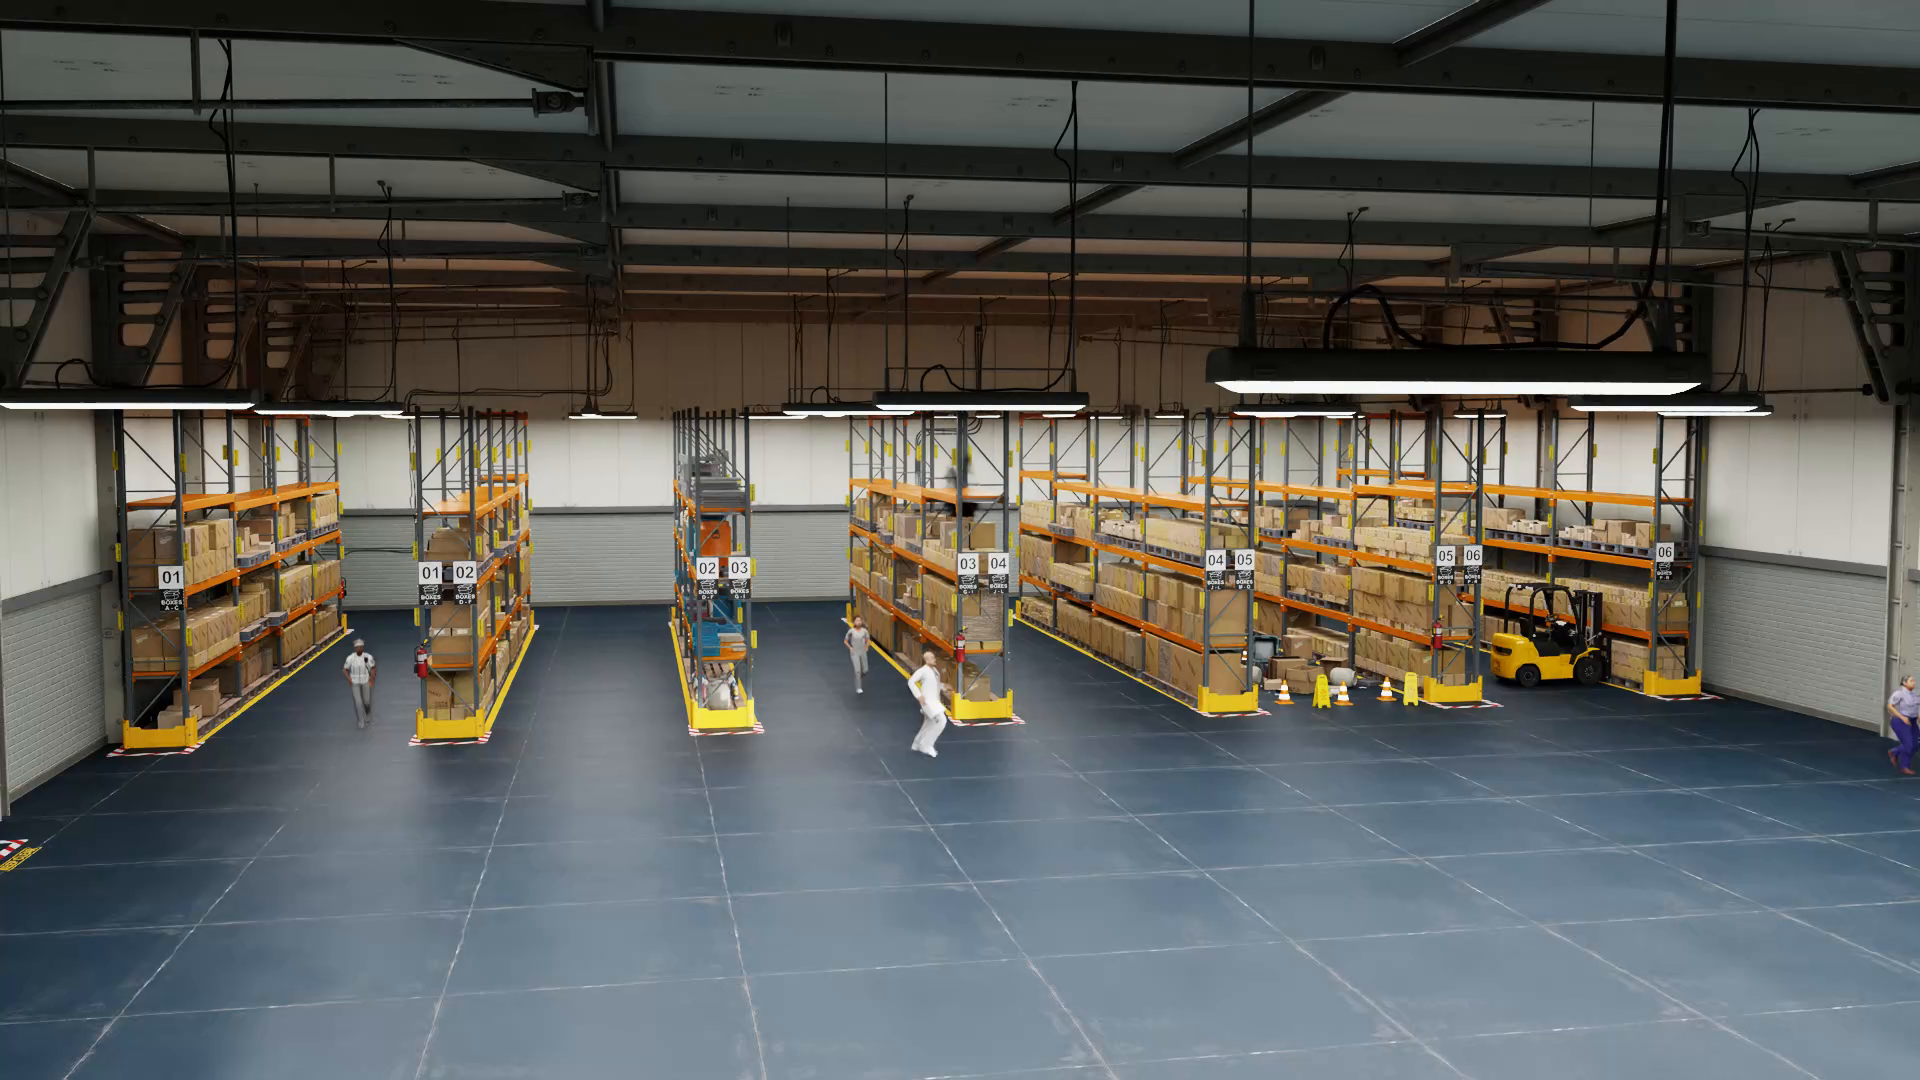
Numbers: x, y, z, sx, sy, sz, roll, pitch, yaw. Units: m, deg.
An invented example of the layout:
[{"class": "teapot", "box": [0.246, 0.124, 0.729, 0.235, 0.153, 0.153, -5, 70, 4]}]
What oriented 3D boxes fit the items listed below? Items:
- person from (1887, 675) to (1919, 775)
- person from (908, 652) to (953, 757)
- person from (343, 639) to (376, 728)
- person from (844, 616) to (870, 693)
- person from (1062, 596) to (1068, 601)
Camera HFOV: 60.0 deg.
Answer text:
[{"class": "person", "box": [15.361, 2.991, 27.125, 0.628, 1.616, 0.583, -2, 5, -27]}, {"class": "person", "box": [-0.493, 2.812, 28.510, 0.762, 1.787, 0.680, 1, 4, 17]}, {"class": "person", "box": [-11.253, 2.679, 31.134, 0.572, 1.662, 0.556, -1, 4, -18]}, {"class": "person", "box": [-2.174, 2.407, 35.197, 0.564, 1.620, 0.625, -1, 4, -18]}, {"class": "person", "box": [3.391, 1.279, 50.151, 0.871, 1.835, 0.635, -1, 4, -8]}]
